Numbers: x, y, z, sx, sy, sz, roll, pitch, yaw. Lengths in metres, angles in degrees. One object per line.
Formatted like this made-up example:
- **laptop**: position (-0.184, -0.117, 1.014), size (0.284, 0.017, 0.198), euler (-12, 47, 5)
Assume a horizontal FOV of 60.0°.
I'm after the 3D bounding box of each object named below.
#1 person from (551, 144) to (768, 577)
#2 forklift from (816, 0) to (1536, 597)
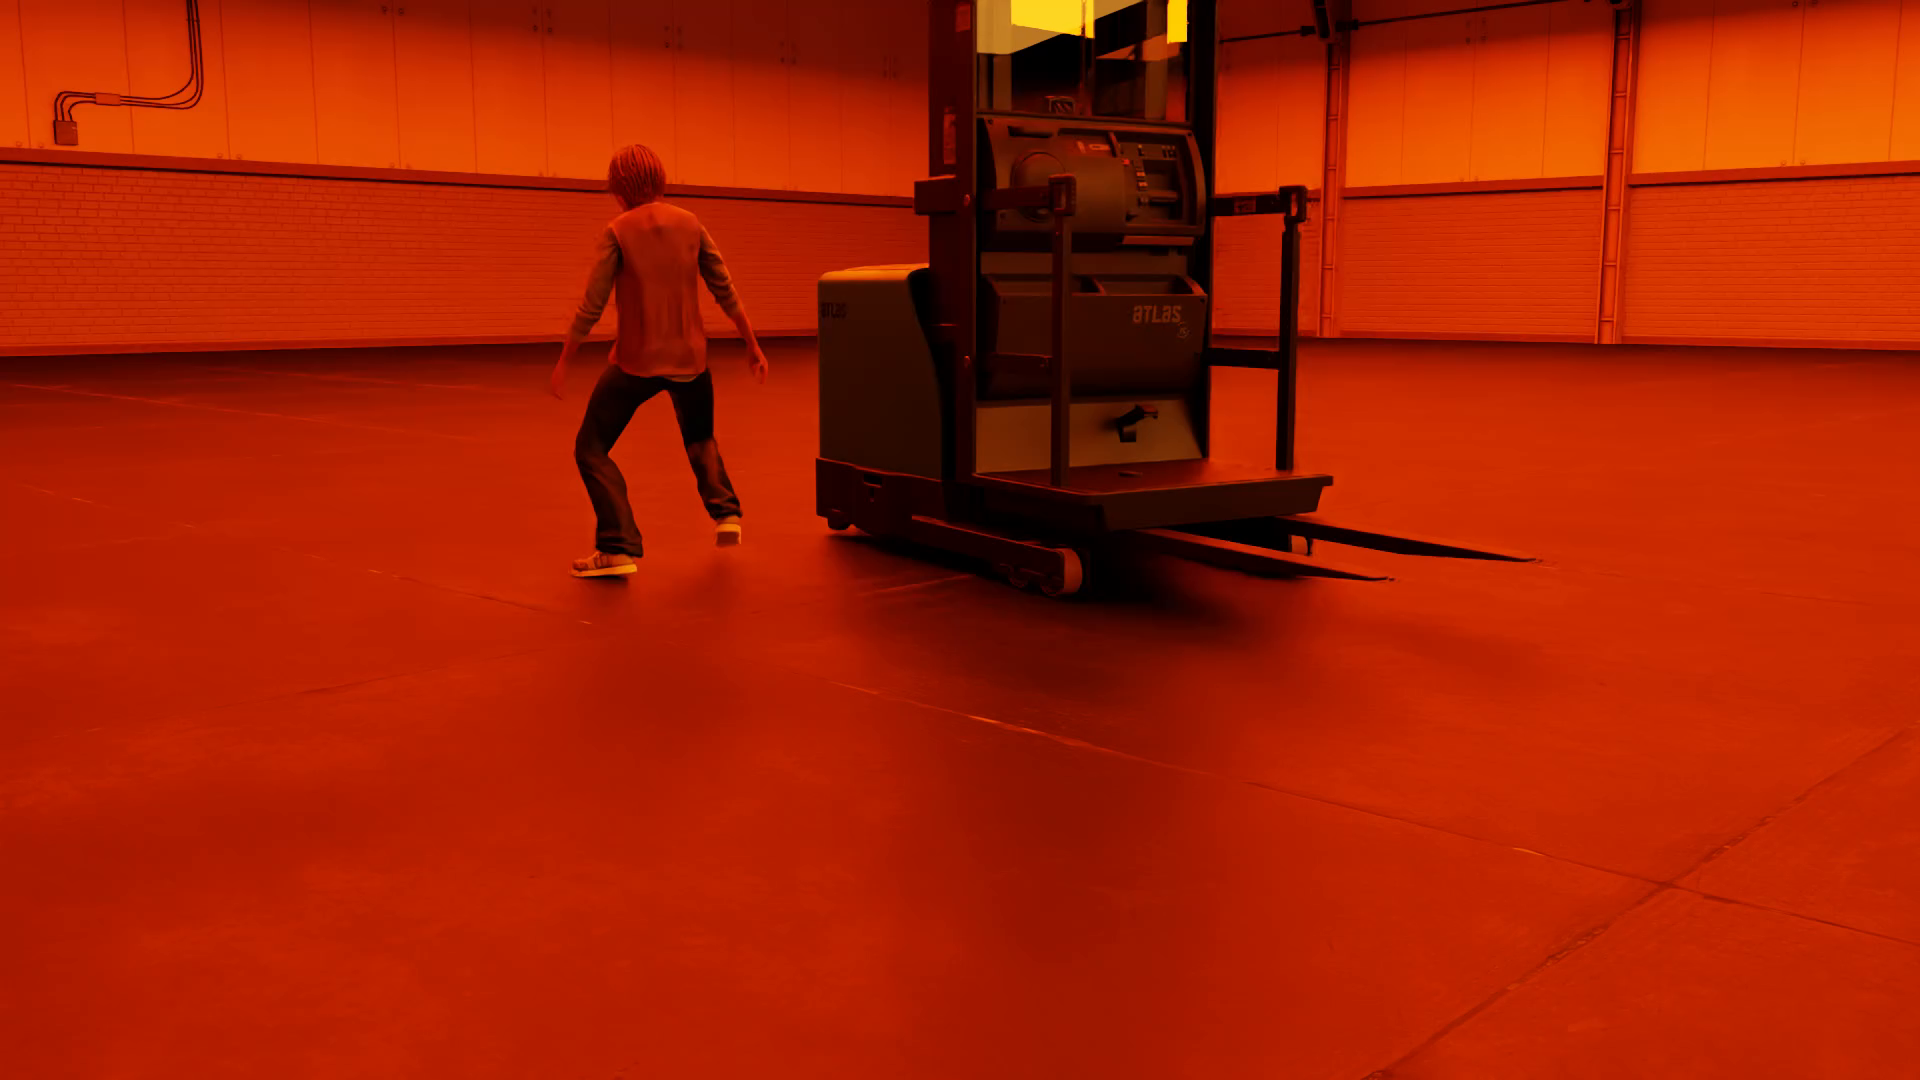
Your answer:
- **person**: position (-1.076, -0.644, 5.972), size (0.763, 1.514, 0.445), euler (-5, 10, -28)
- **forklift**: position (0.606, -1.341, 5.777), size (1.130, 2.935, 3.031), euler (-5, 10, -32)
